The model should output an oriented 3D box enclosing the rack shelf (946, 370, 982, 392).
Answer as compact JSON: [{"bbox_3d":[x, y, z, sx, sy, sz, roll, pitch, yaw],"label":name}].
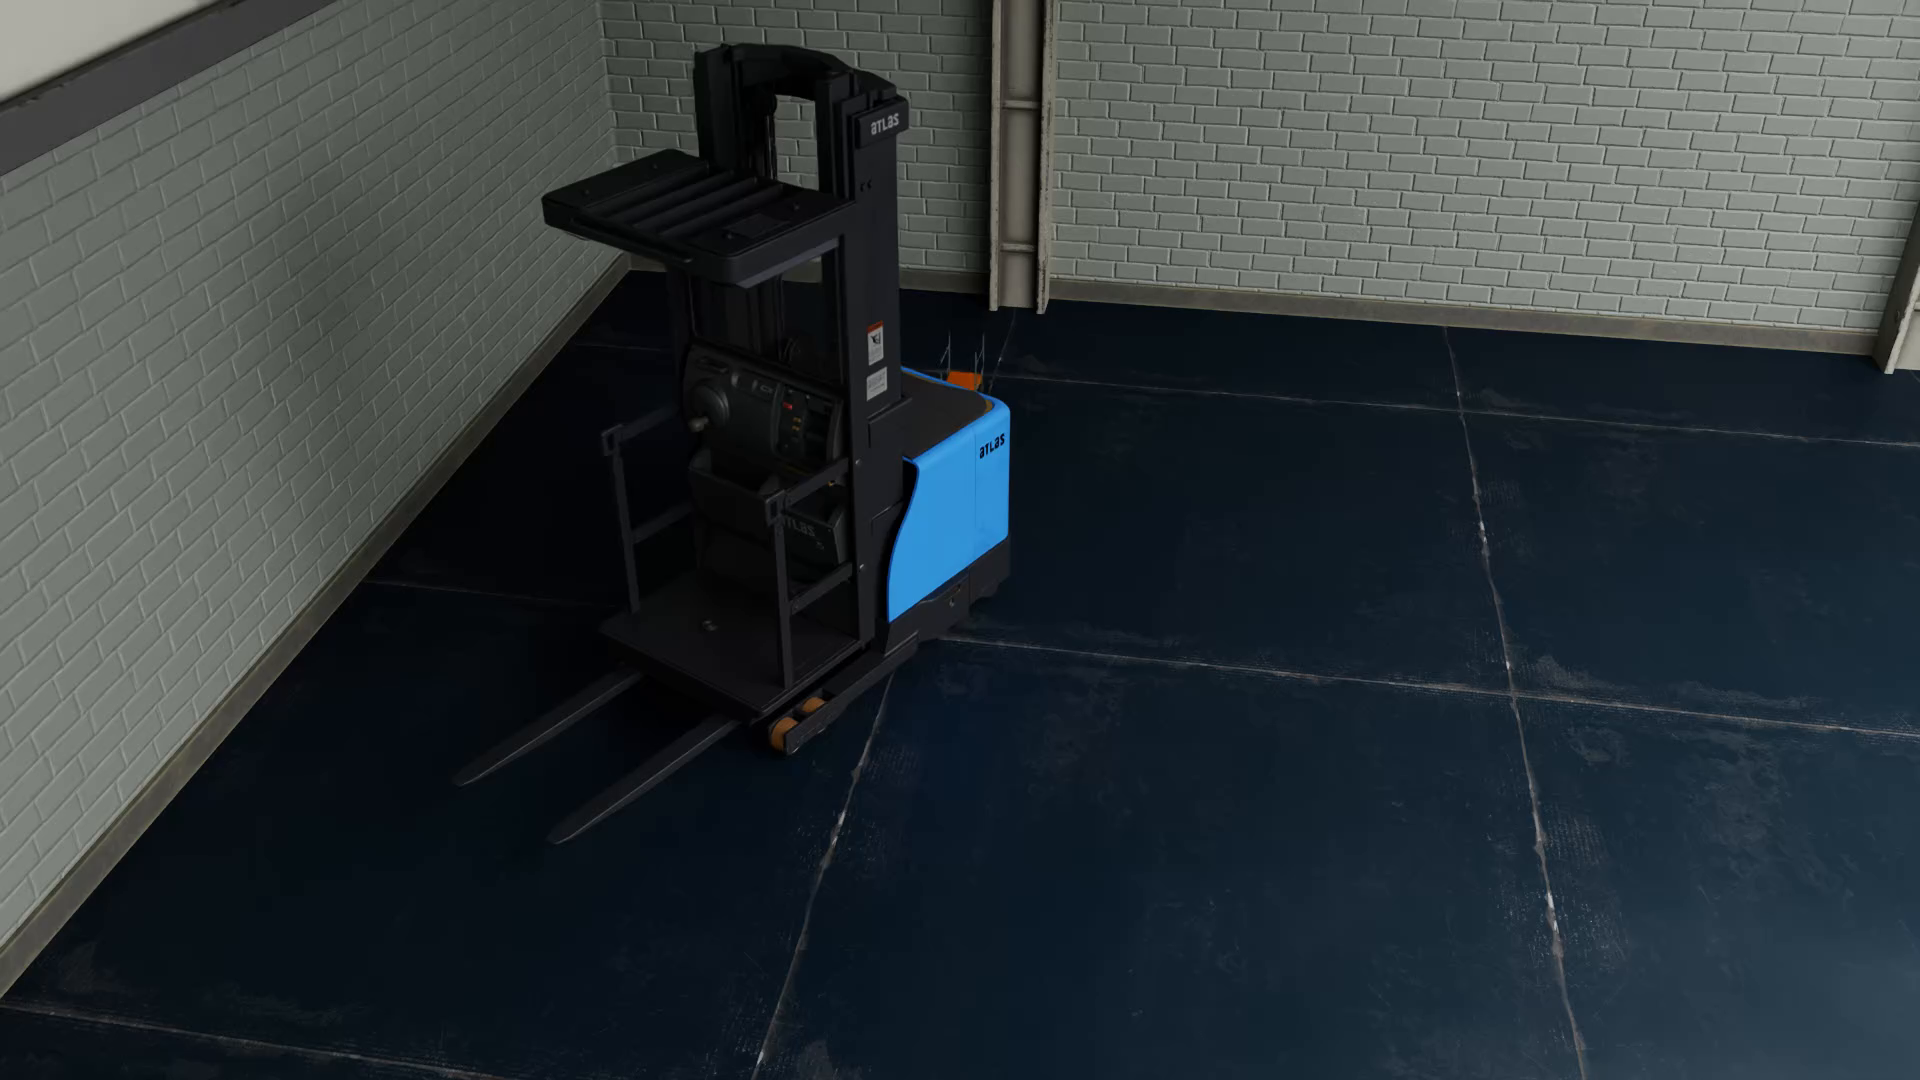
[{"bbox_3d":[0.011,-0.794,8.792,0.180,0.103,0.258,6,33,9],"label":"rack shelf"}]

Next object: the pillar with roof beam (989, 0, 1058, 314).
[{"bbox_3d":[-0.298,-3.266,5.987,0.400,9.000,9.100,5,32,8],"label":"pillar with roof beam"}]

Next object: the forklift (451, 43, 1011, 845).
[{"bbox_3d":[-1.020,-0.551,7.367,1.130,2.935,3.031,22,38,31],"label":"forklift"}]

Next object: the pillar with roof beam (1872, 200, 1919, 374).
[{"bbox_3d":[5.617,-2.731,5.131,0.400,9.000,9.100,5,32,8],"label":"pillar with roof beam"}]

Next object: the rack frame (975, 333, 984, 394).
[{"bbox_3d":[0.101,-0.517,8.945,0.006,1.200,0.240,6,33,9],"label":"rack frame"}]

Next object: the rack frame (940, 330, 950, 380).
[{"bbox_3d":[-0.078,-0.535,8.974,0.006,1.200,0.240,6,33,9],"label":"rack frame"}]

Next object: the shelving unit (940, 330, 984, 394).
[{"bbox_3d":[0.011,-0.526,8.960,0.189,1.200,0.258,6,33,9],"label":"shelving unit"}]
